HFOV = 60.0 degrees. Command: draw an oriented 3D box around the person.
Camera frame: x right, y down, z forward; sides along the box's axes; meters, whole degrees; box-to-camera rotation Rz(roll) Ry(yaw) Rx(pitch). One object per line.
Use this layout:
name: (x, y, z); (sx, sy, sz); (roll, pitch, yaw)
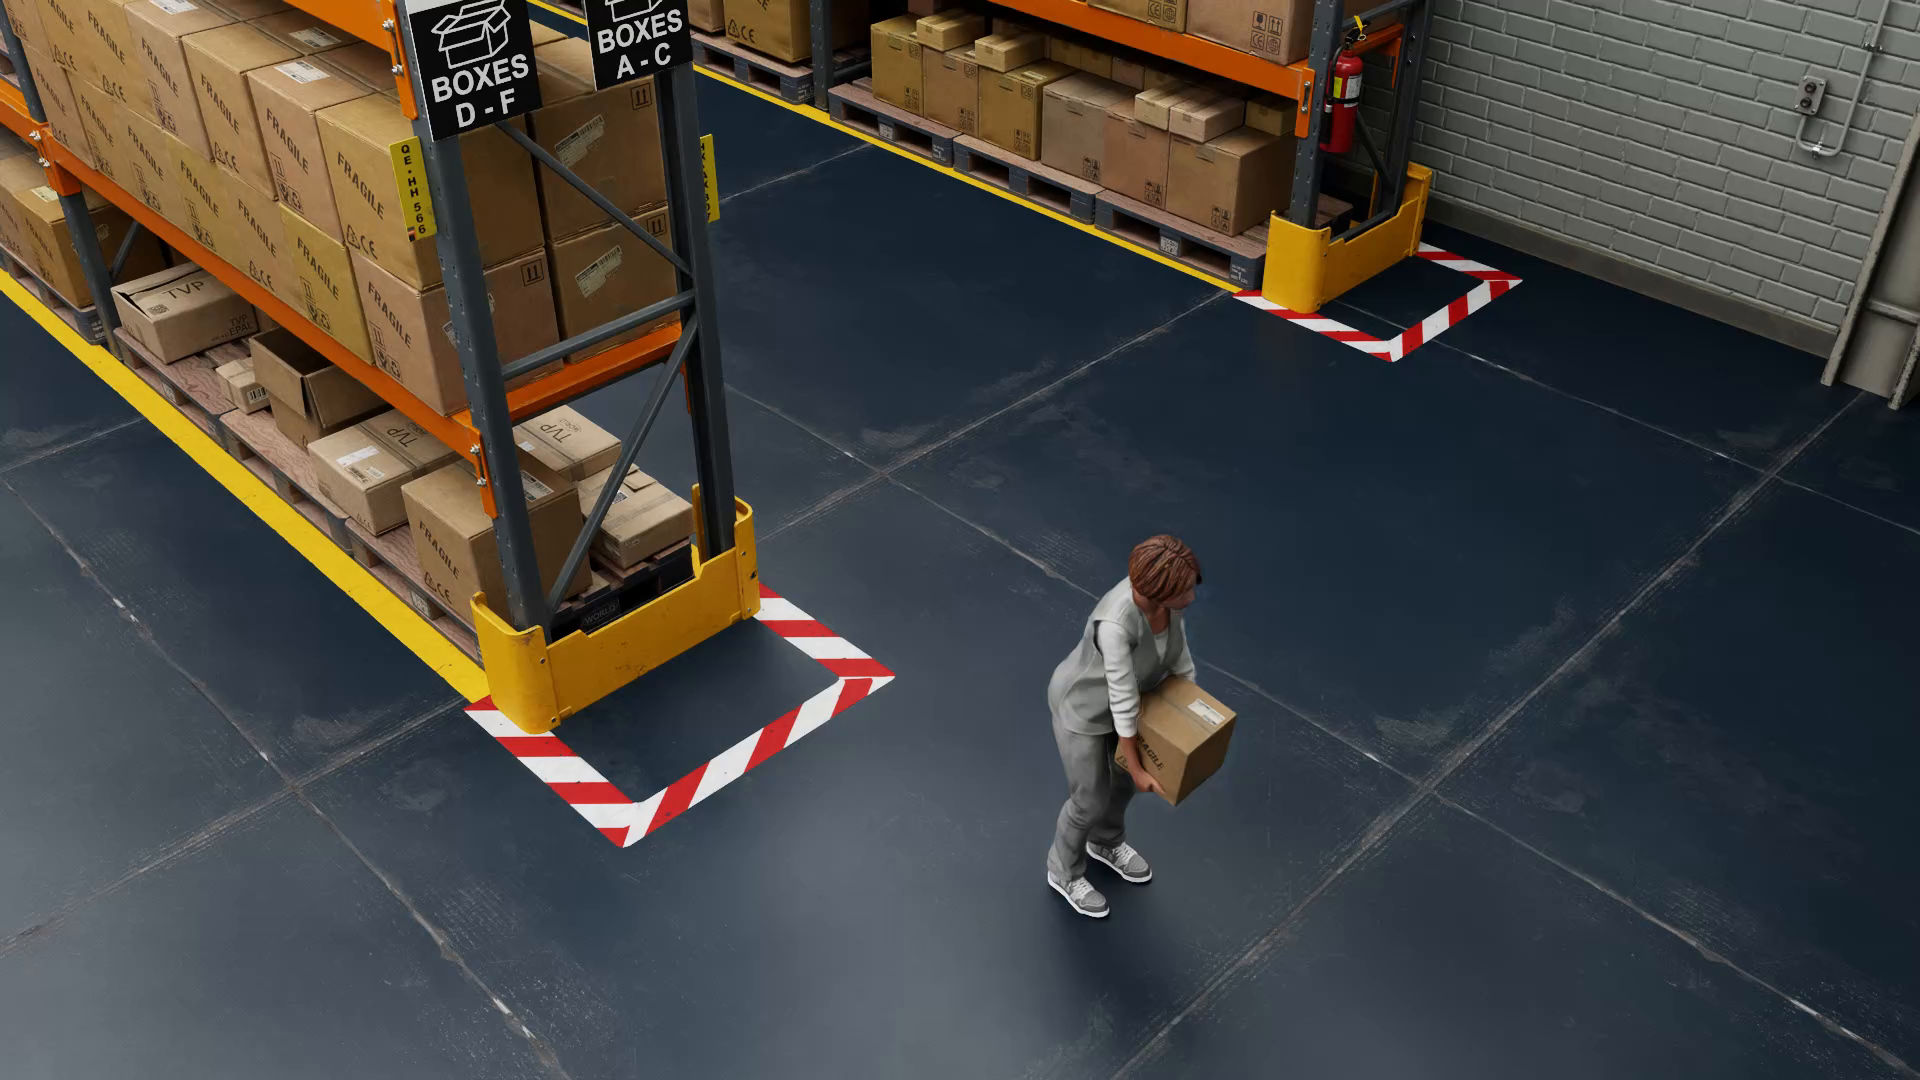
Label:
person: (0.537, 0.605, 5.374); (0.533, 1.543, 0.372); (29, 45, 34)
